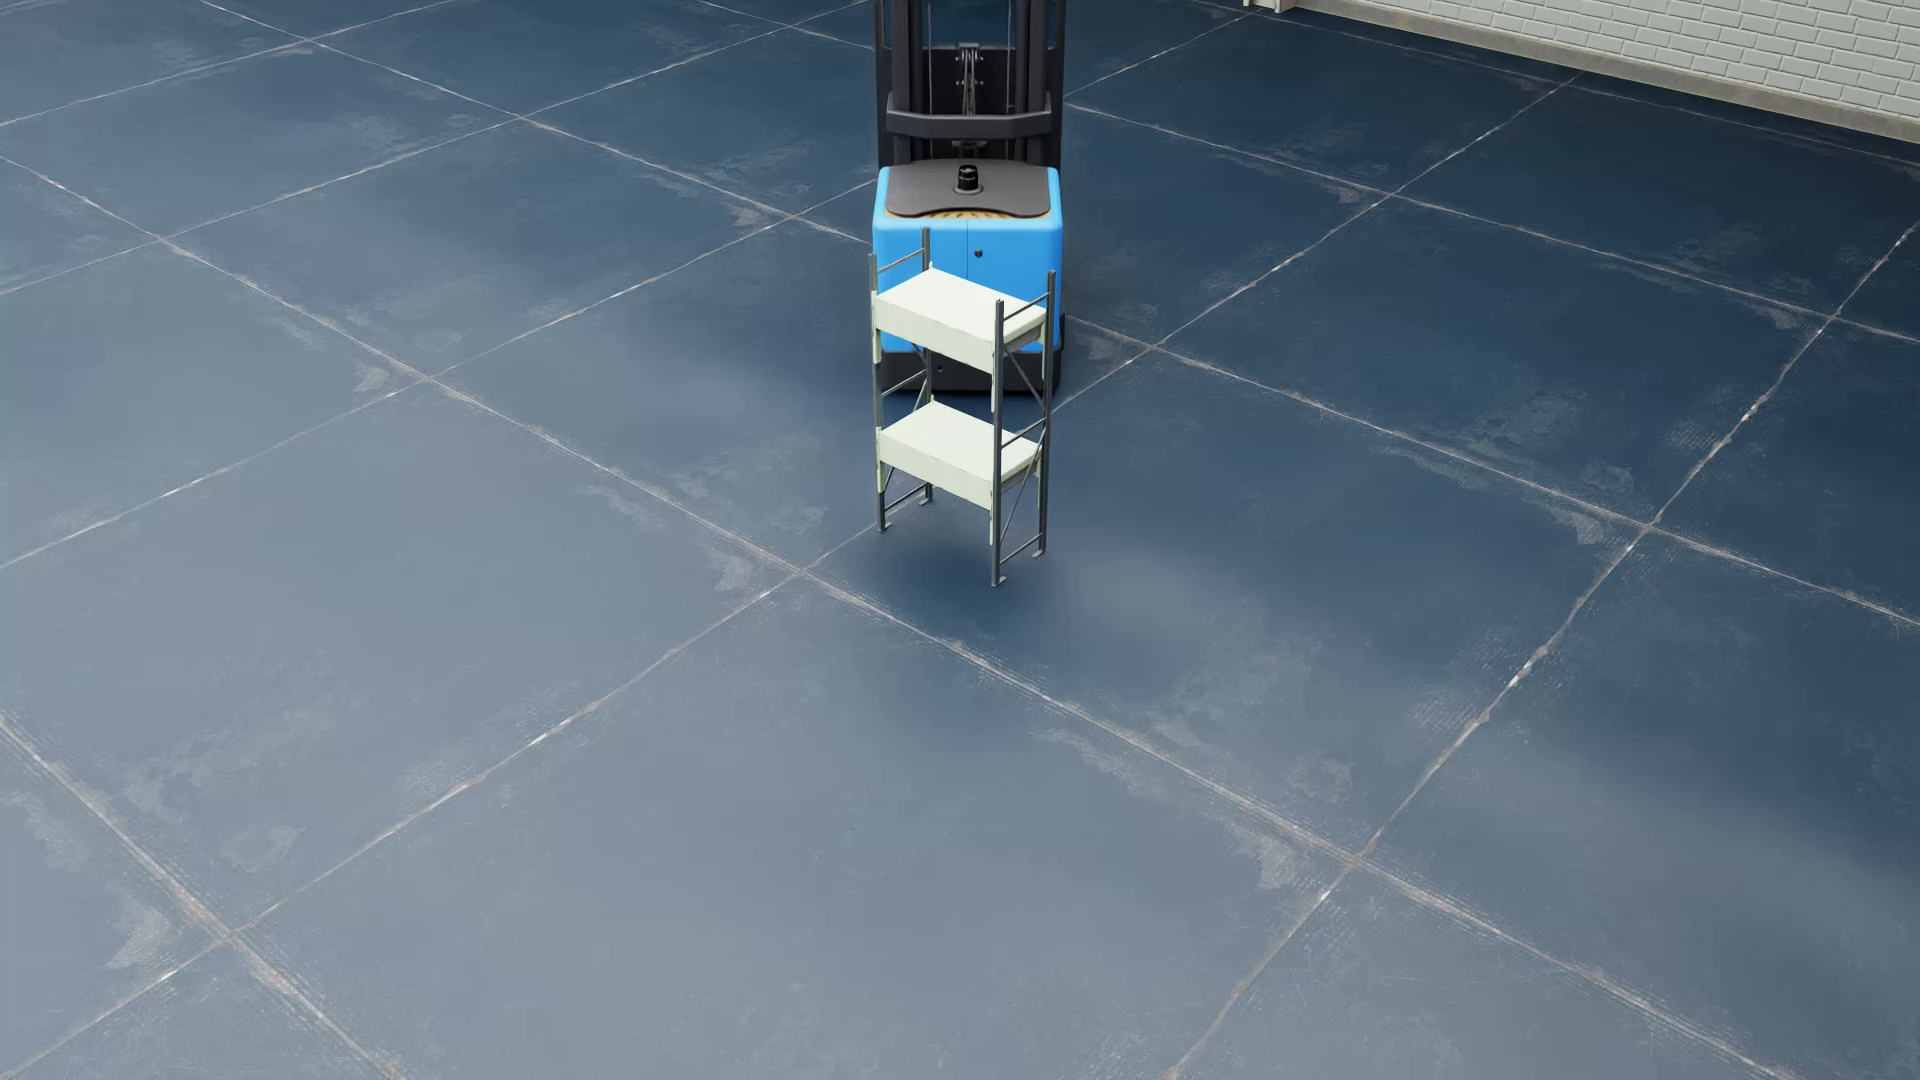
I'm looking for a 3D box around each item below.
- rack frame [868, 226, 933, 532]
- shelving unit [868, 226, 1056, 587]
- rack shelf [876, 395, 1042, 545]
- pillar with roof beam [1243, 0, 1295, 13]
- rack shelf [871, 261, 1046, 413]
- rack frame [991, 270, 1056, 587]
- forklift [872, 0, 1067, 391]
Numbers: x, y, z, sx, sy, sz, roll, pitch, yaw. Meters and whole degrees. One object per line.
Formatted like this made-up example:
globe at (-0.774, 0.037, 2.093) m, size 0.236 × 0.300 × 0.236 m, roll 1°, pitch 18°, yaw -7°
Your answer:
rack frame at (-0.276, -0.748, 8.015) m, size 0.023 × 1.500 × 0.400 m, roll 25°, pitch 42°, yaw 32°
shelving unit at (0.005, -0.616, 7.822) m, size 0.755 × 1.500 × 0.431 m, roll 25°, pitch 42°, yaw 32°
rack shelf at (0.005, -0.347, 8.006) m, size 0.720 × 0.370 × 0.431 m, roll 25°, pitch 42°, yaw 32°
pillar with roof beam at (0.135, -6.826, 10.241) m, size 0.400 × 9.000 × 9.100 m, roll 25°, pitch 42°, yaw 32°
rack shelf at (0.005, -0.938, 7.601) m, size 0.720 × 0.370 × 0.431 m, roll 25°, pitch 42°, yaw 32°
rack frame at (0.286, -0.483, 7.629) m, size 0.023 × 1.500 × 0.400 m, roll 25°, pitch 42°, yaw 32°
forklift at (0.059, -2.848, 9.808) m, size 1.130 × 2.935 × 3.031 m, roll 0°, pitch 34°, yaw 1°
